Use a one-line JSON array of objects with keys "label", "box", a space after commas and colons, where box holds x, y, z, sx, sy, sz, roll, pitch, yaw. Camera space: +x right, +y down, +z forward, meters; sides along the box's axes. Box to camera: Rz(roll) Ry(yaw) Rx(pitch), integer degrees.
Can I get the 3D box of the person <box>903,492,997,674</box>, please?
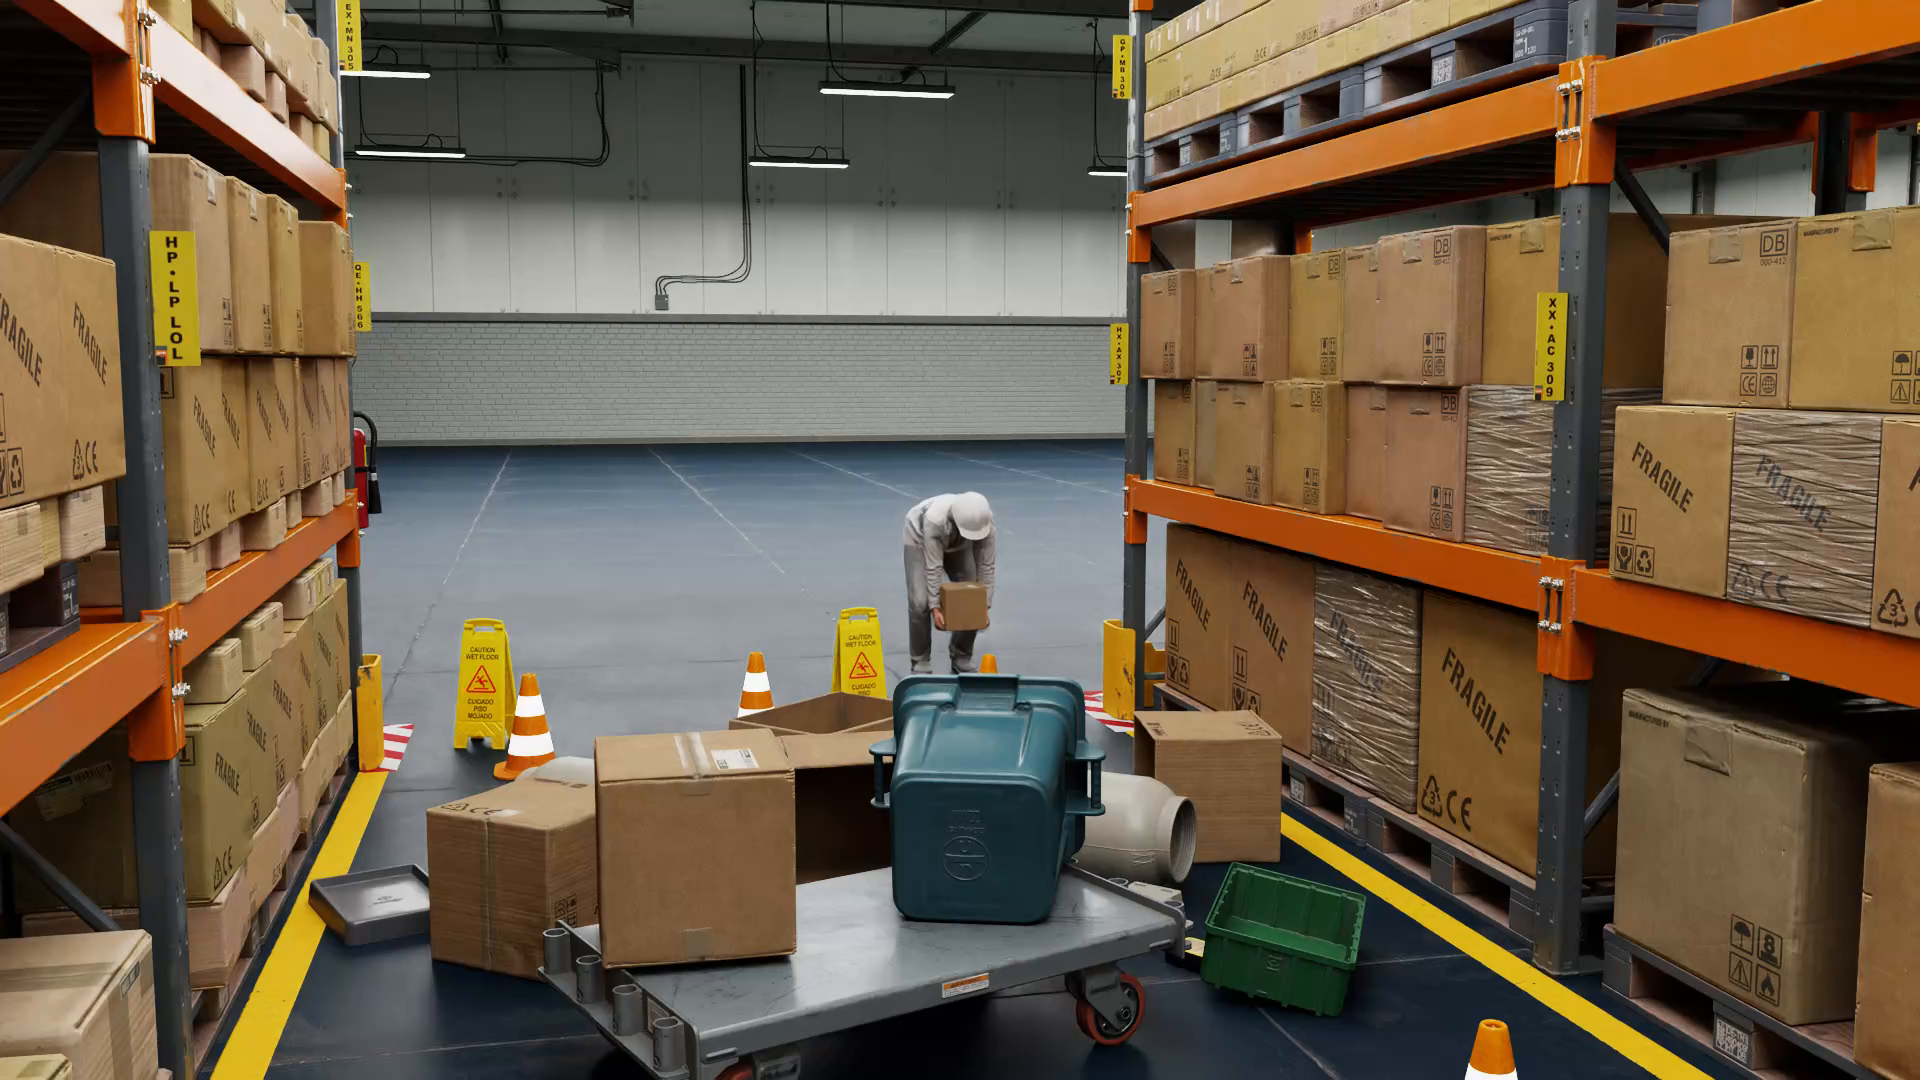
[{"label": "person", "box": [-0.047, 0.268, 10.119, 0.488, 1.178, 0.985, -2, 6, -16]}]
